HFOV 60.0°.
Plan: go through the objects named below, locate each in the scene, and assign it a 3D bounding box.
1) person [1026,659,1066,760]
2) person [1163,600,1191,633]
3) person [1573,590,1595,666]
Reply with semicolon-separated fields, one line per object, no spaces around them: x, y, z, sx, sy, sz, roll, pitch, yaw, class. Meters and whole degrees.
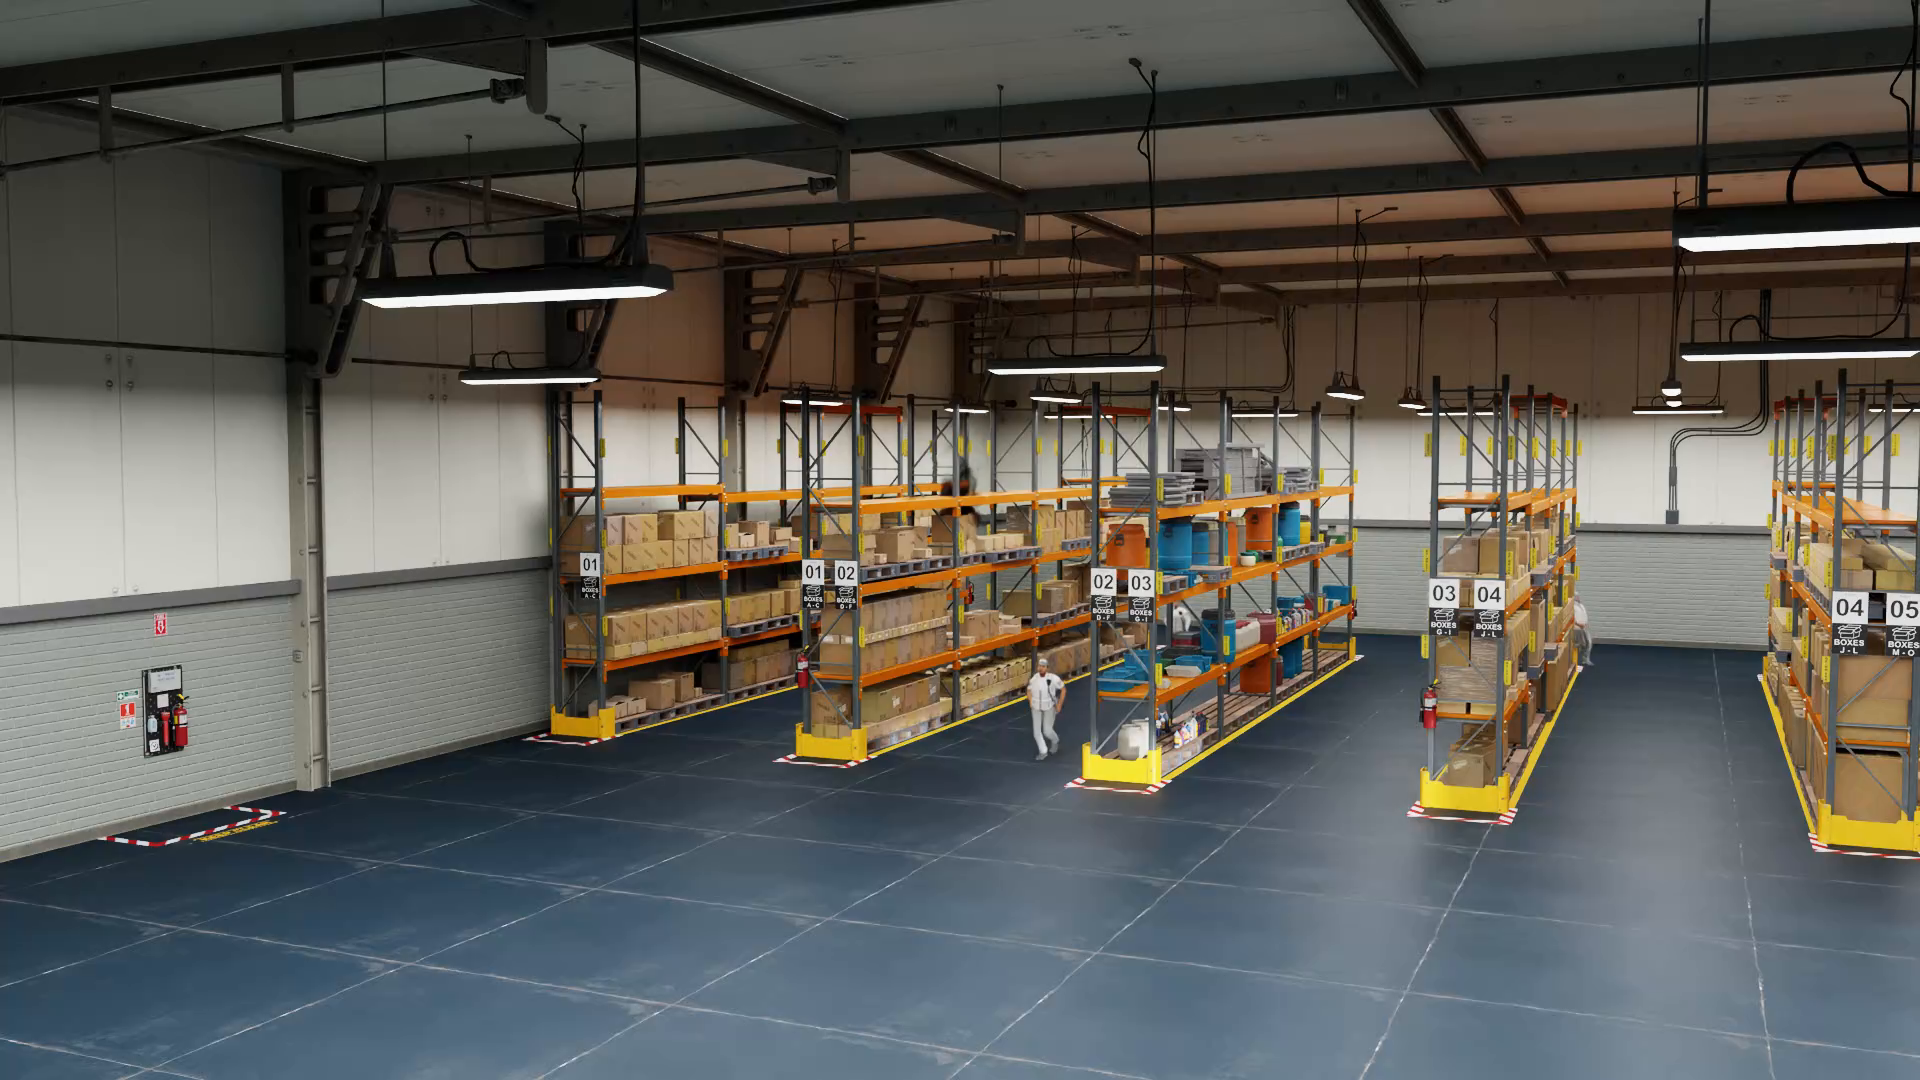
1.361;2.719;26.739;0.640;1.624;0.540;1;3;21;person
4.927;2.086;37.866;0.594;1.646;0.621;1;3;15;person
14.301;2.029;38.447;0.710;1.746;0.683;-3;4;-38;person
